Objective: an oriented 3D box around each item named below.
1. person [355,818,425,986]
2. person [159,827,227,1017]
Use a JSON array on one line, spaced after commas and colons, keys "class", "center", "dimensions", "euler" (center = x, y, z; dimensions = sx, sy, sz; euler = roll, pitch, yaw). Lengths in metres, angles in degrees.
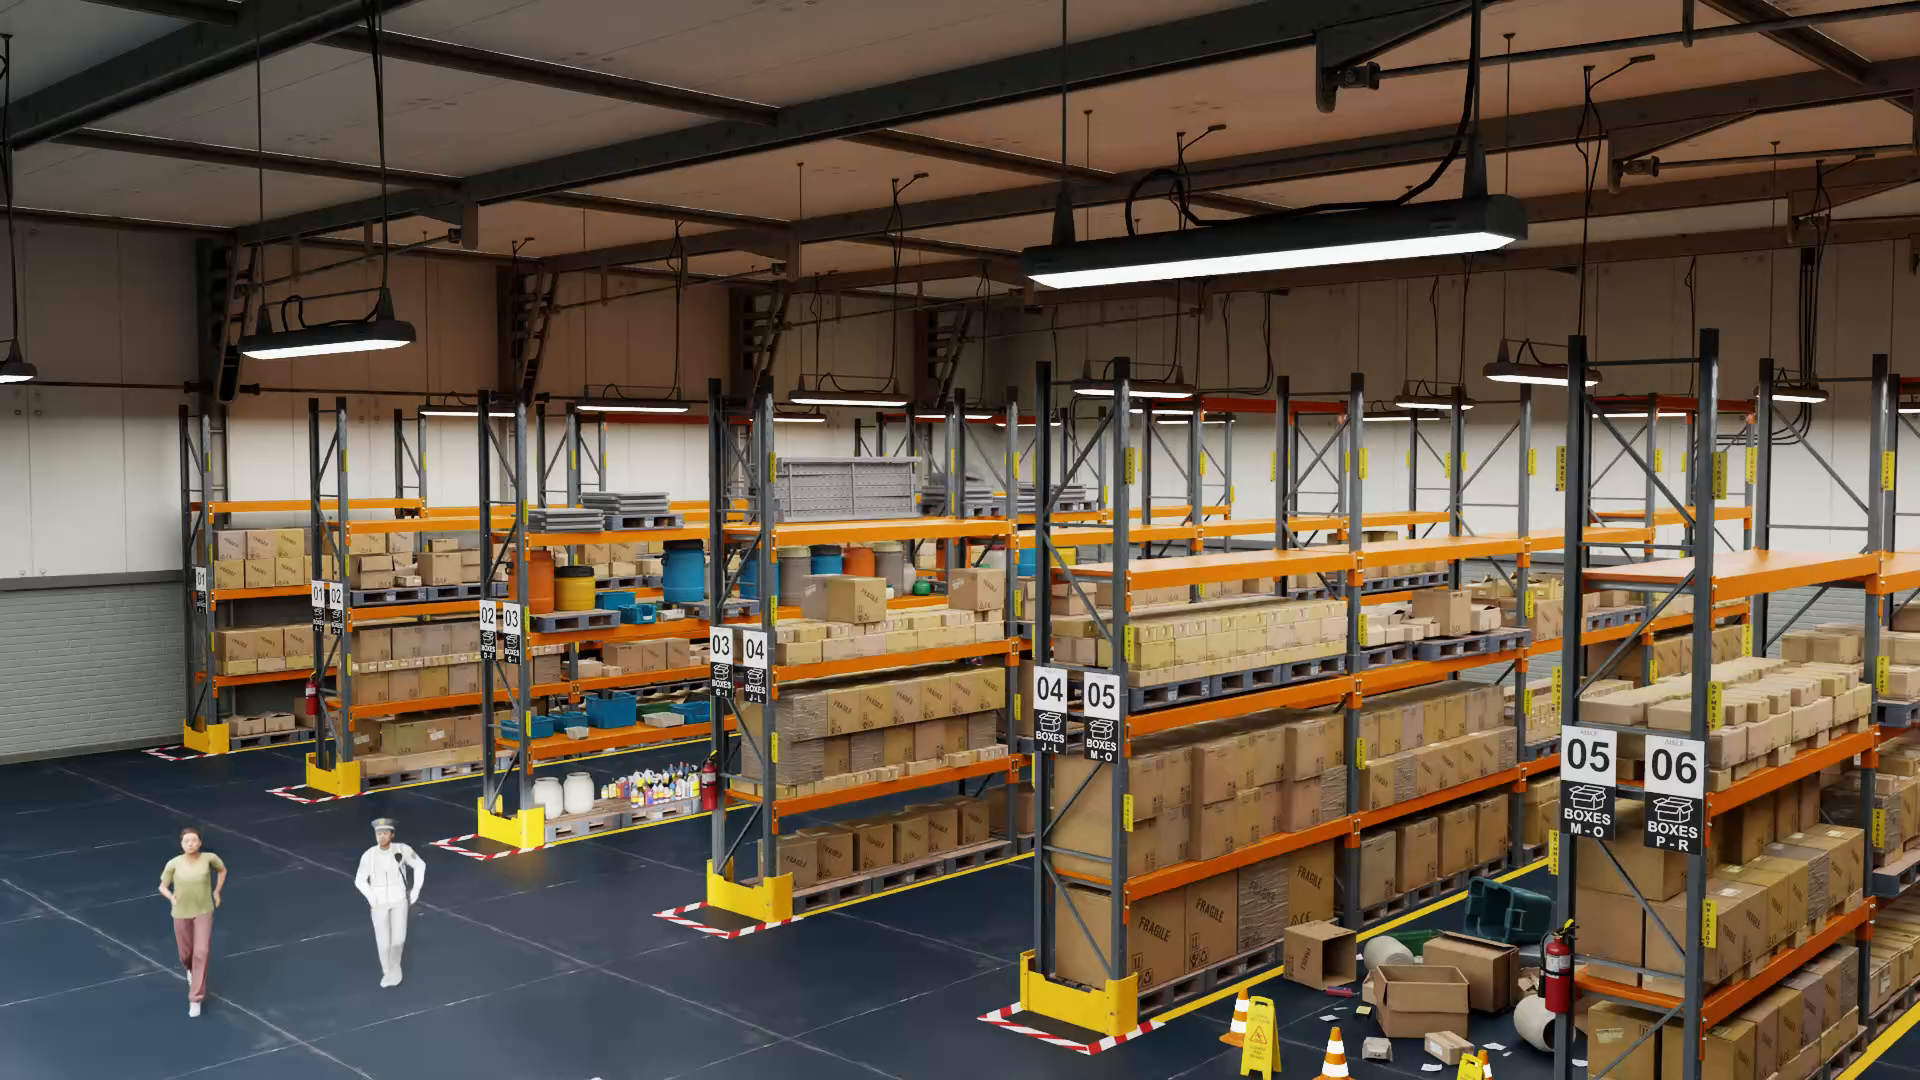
[{"class": "person", "center": [-5.483, 3.488, 15.986], "dimensions": [0.629, 1.656, 0.575], "euler": [-1, 3, -13]}, {"class": "person", "center": [-7.167, 3.515, 15.545], "dimensions": [0.579, 1.633, 0.869], "euler": [-1, 3, -23]}]
